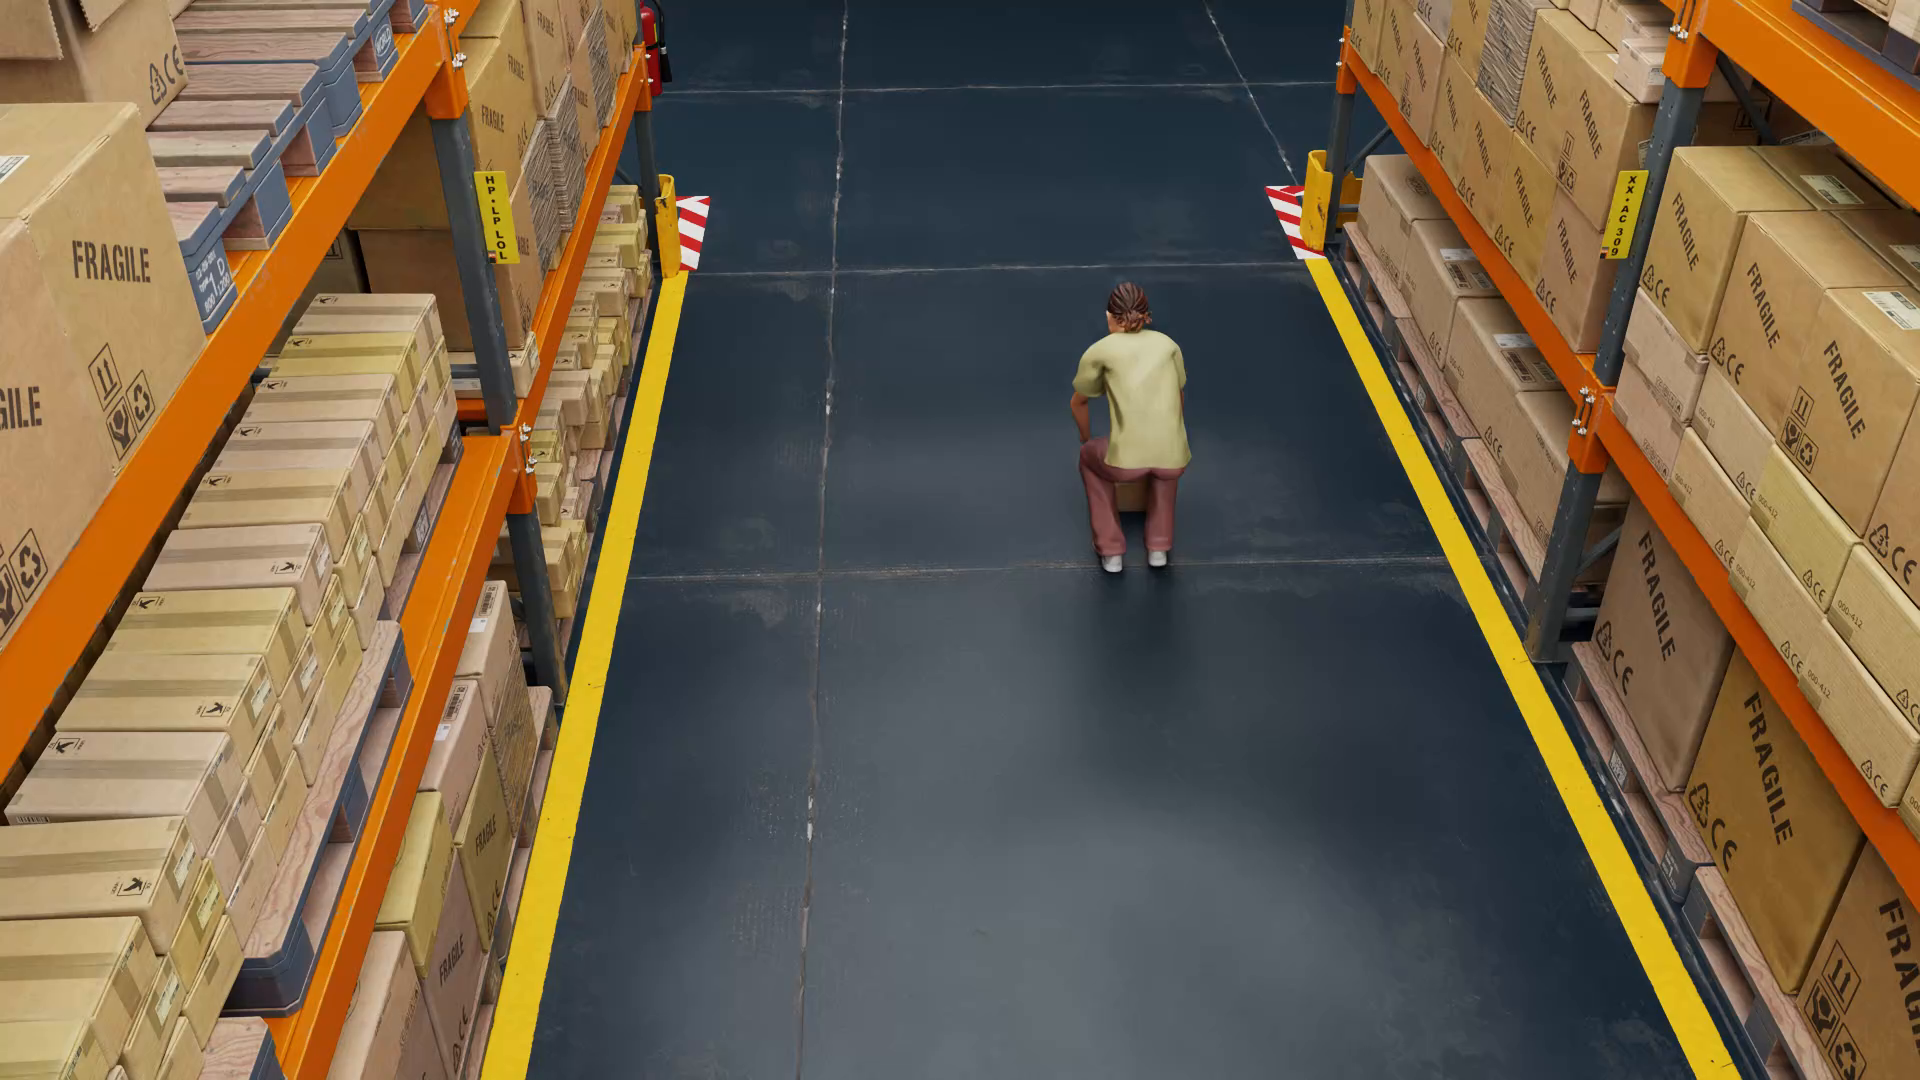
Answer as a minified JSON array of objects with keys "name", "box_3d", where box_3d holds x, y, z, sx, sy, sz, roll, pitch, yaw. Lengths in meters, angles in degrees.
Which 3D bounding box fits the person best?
[{"name":"person","box_3d":[0.737,-0.457,7.216,0.506,1.187,0.730,-2,35,-2]}]
